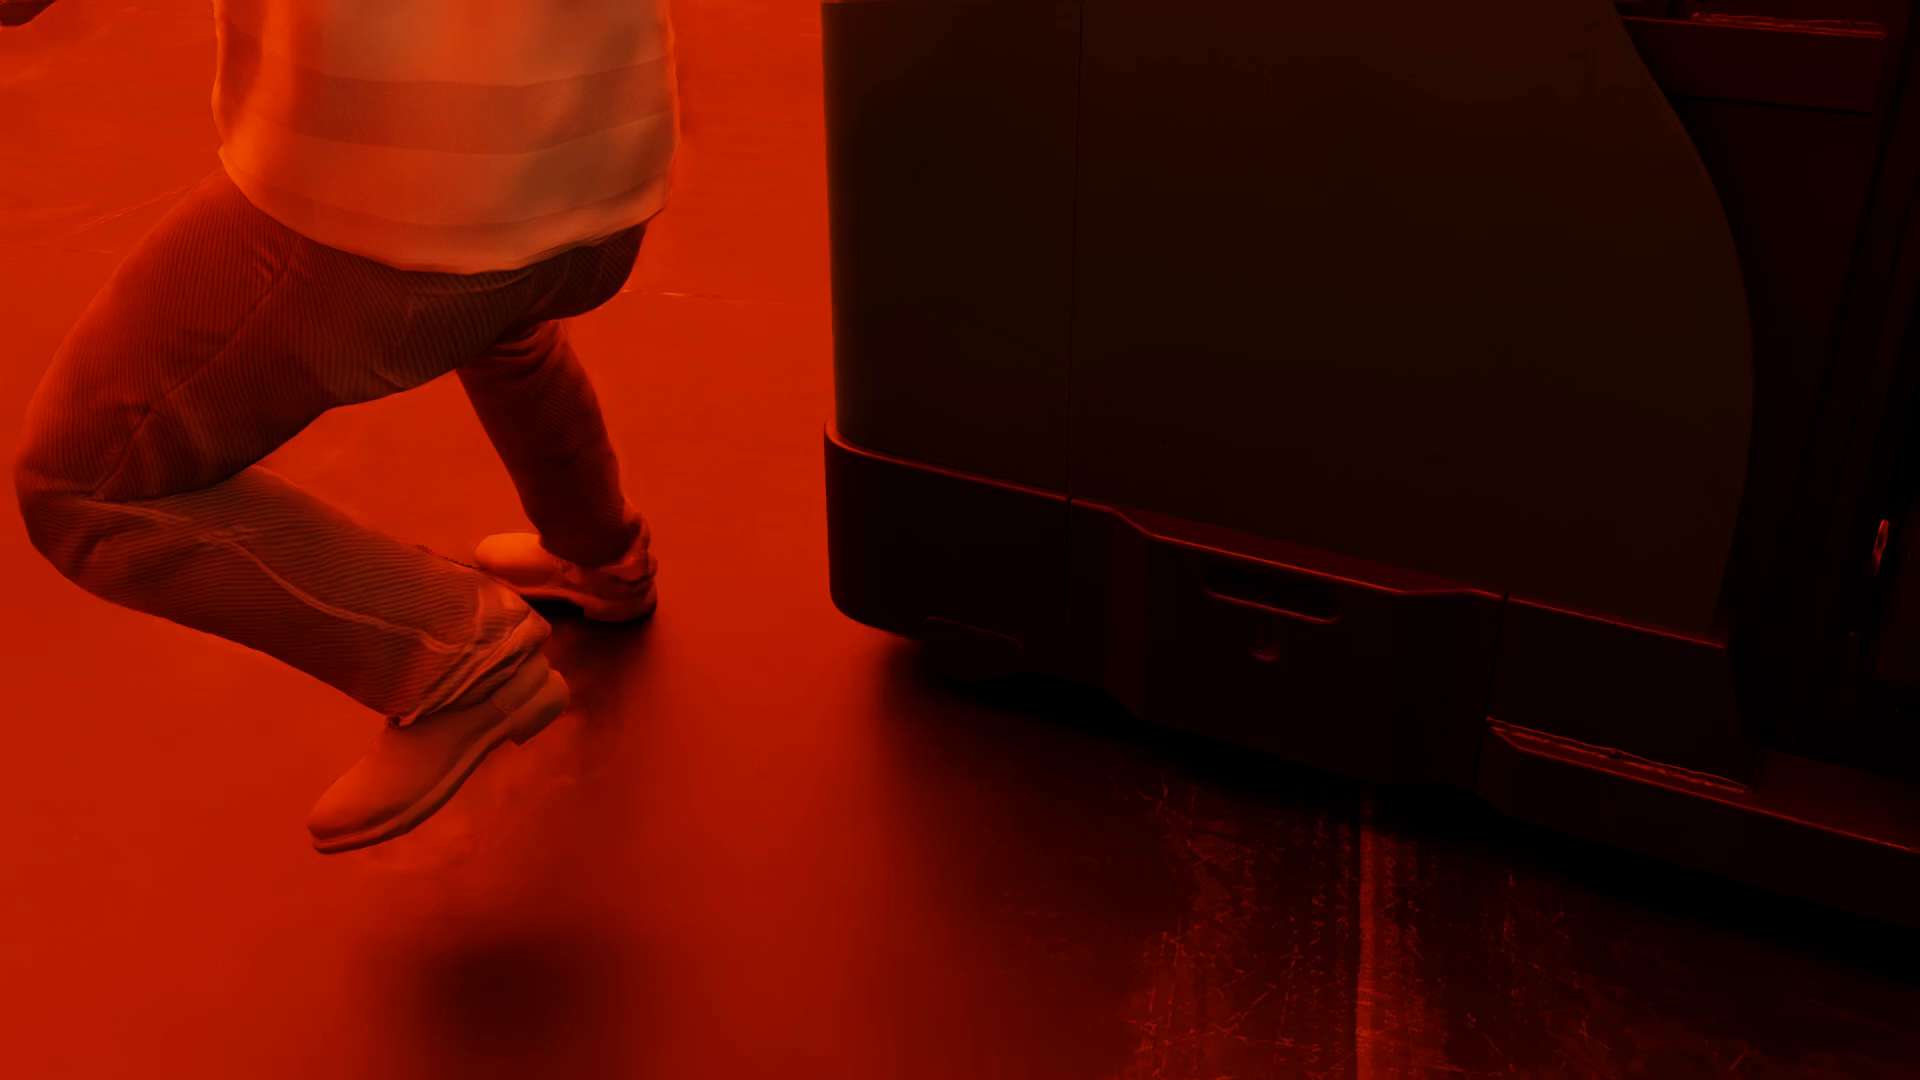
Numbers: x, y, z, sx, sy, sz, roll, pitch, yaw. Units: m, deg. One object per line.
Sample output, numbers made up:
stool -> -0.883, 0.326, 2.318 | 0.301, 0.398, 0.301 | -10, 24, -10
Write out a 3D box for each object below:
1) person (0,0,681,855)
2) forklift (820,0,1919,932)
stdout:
person -> -0.575, -0.464, 1.649 | 0.701, 1.588, 0.829 | 13, 29, 23
forklift -> 1.372, -1.041, 1.310 | 3.031, 2.935, 1.130 | 14, 30, 25
